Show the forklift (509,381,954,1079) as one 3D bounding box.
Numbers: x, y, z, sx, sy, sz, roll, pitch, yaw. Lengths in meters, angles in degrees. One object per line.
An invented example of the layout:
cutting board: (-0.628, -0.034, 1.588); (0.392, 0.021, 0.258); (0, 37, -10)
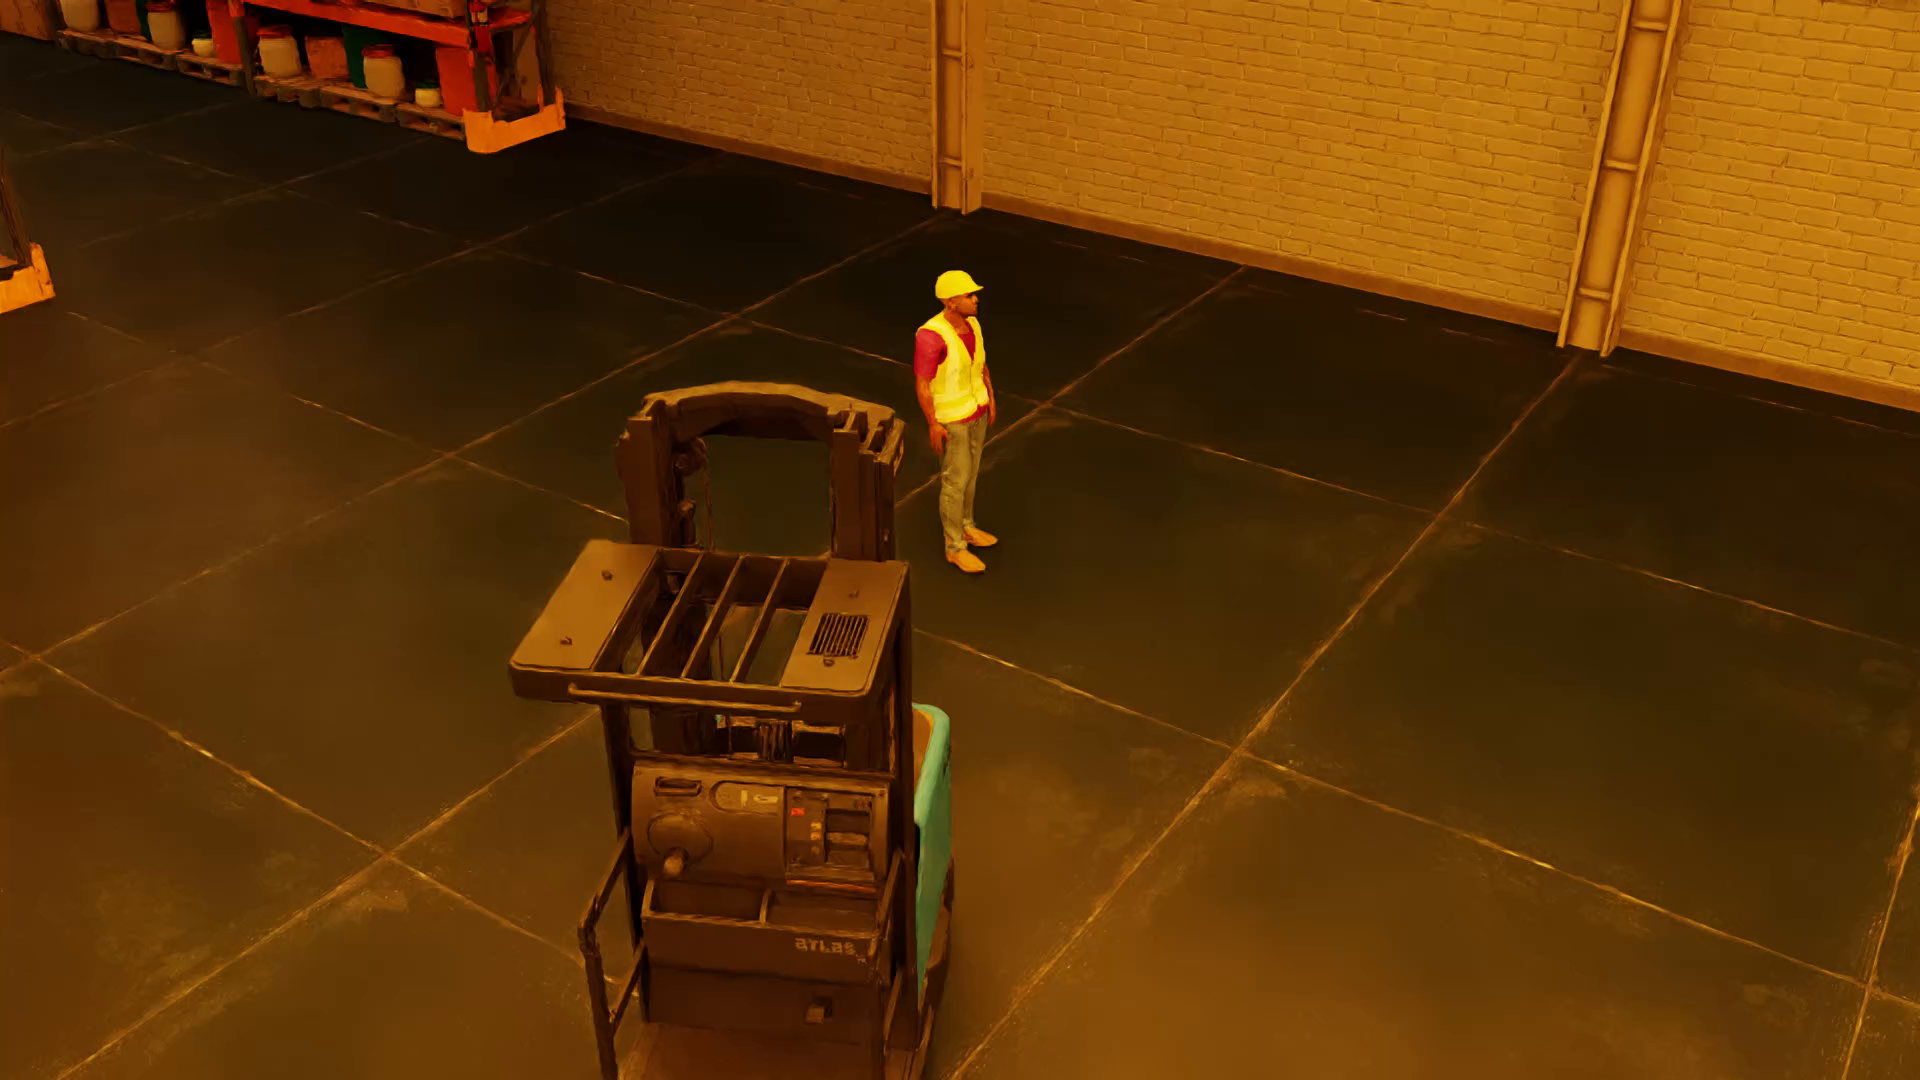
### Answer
forklift: (-0.741, 1.070, 5.739); (1.130, 2.935, 3.031); (4, 30, 7)

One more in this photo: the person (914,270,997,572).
person: (0.055, -0.748, 10.015); (0.576, 1.766, 0.665); (19, 35, 29)
